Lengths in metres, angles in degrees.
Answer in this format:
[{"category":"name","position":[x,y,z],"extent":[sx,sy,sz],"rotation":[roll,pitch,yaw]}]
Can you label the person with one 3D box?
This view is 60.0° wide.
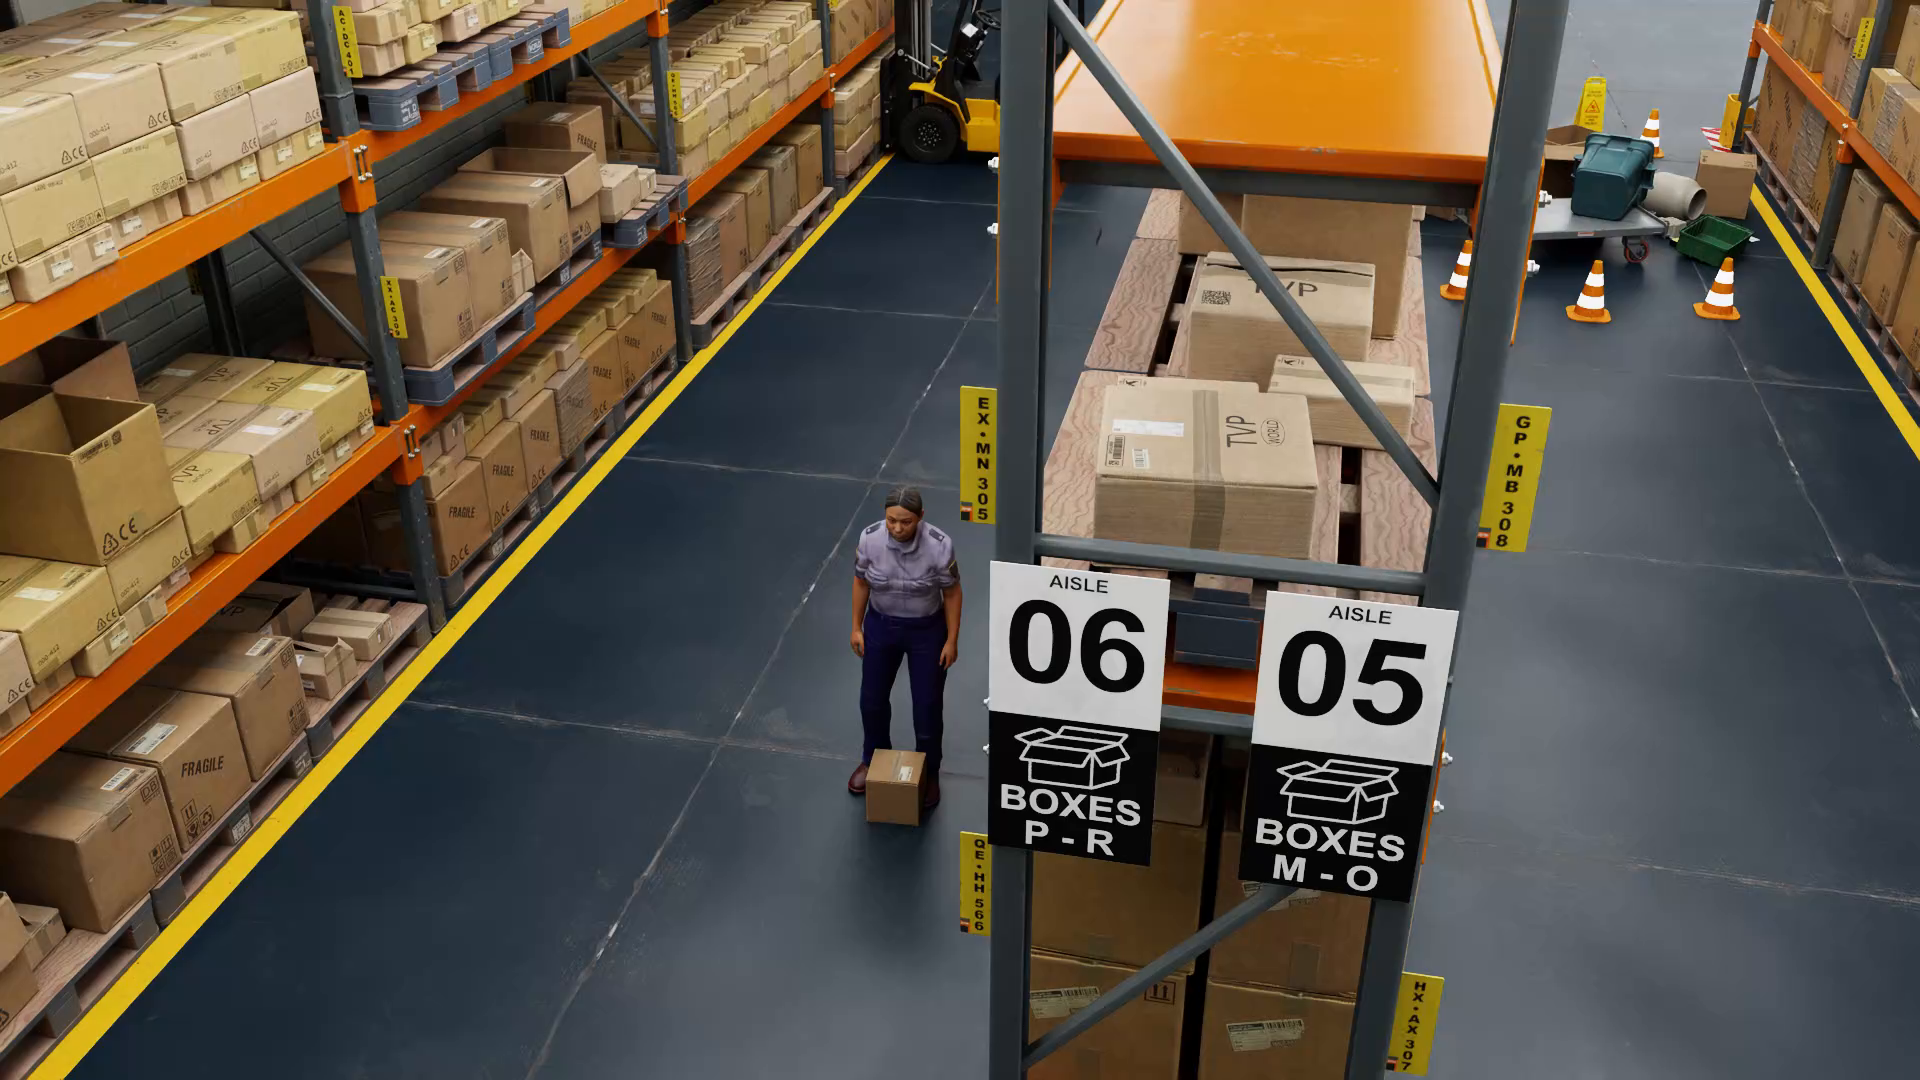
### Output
[{"category":"person","position":[-0.264,0.463,7.783],"extent":[0.537,1.652,0.415],"rotation":[6,30,11]}]
